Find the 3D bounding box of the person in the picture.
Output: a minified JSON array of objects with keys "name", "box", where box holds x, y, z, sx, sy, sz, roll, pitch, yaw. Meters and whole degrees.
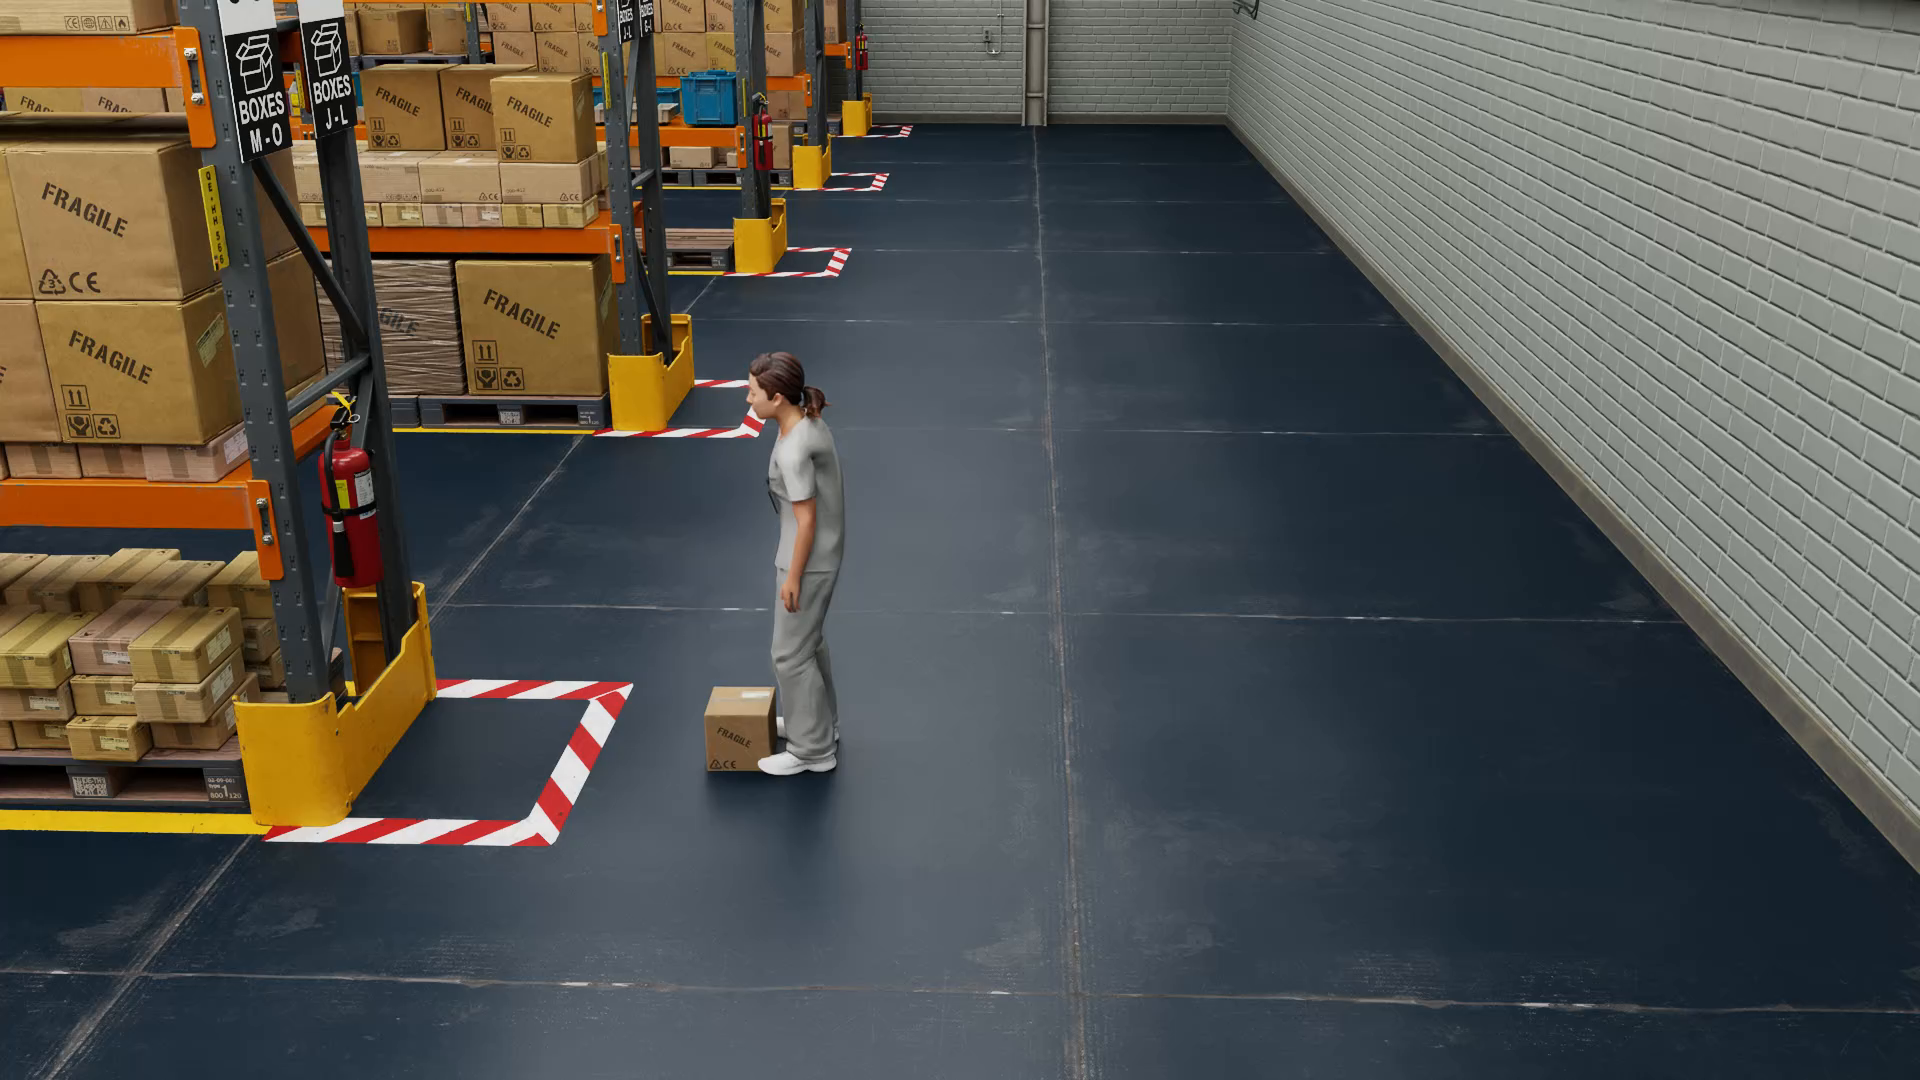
[{"name":"person","box":[-0.616,0.086,6.360,0.360,1.671,0.500,0,21,-1]}]
